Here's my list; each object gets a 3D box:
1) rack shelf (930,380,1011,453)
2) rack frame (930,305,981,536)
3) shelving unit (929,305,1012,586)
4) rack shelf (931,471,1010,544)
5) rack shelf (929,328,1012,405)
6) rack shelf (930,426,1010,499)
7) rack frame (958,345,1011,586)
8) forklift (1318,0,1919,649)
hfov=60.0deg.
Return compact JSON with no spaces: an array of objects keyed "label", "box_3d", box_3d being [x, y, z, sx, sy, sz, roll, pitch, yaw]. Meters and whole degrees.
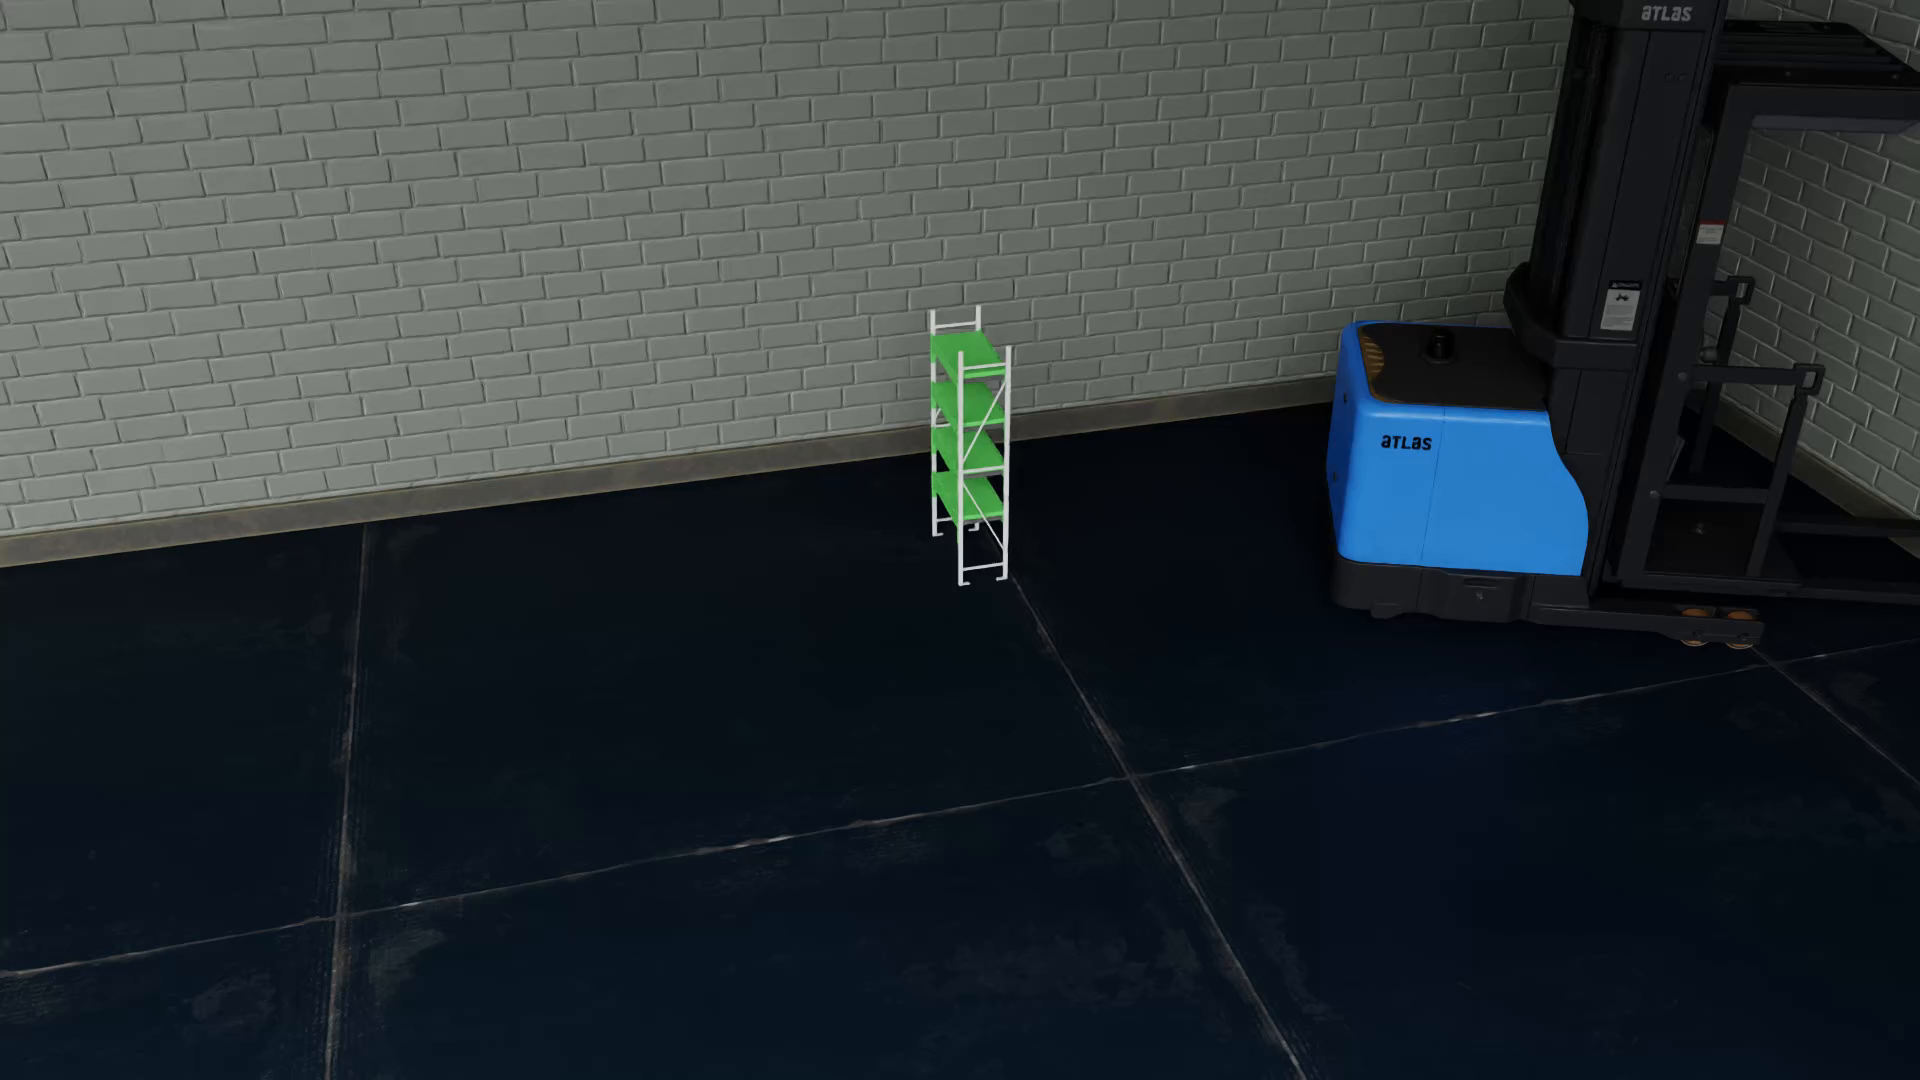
[{"label":"rack shelf","box_3d":[0.044,-0.592,7.723,0.258,0.148,0.480,-8,31,-13]},{"label":"rack frame","box_3d":[-0.021,-0.557,8.015,0.240,1.200,0.015,-8,31,-13]},{"label":"shelving unit","box_3d":[0.044,-0.439,7.811,0.258,1.200,0.503,-8,31,-13]},{"label":"rack shelf","box_3d":[0.044,-0.176,7.964,0.258,0.148,0.480,-8,31,-13]},{"label":"rack shelf","box_3d":[0.044,-0.799,7.603,0.258,0.148,0.480,-8,31,-13]},{"label":"rack shelf","box_3d":[0.044,-0.384,7.843,0.258,0.148,0.480,-8,31,-13]},{"label":"rack frame","box_3d":[0.109,-0.321,7.608,0.240,1.200,0.015,-8,31,-13]},{"label":"forklift","box_3d":[3.255,-1.065,7.164,3.031,2.935,1.130,4,30,6]}]
